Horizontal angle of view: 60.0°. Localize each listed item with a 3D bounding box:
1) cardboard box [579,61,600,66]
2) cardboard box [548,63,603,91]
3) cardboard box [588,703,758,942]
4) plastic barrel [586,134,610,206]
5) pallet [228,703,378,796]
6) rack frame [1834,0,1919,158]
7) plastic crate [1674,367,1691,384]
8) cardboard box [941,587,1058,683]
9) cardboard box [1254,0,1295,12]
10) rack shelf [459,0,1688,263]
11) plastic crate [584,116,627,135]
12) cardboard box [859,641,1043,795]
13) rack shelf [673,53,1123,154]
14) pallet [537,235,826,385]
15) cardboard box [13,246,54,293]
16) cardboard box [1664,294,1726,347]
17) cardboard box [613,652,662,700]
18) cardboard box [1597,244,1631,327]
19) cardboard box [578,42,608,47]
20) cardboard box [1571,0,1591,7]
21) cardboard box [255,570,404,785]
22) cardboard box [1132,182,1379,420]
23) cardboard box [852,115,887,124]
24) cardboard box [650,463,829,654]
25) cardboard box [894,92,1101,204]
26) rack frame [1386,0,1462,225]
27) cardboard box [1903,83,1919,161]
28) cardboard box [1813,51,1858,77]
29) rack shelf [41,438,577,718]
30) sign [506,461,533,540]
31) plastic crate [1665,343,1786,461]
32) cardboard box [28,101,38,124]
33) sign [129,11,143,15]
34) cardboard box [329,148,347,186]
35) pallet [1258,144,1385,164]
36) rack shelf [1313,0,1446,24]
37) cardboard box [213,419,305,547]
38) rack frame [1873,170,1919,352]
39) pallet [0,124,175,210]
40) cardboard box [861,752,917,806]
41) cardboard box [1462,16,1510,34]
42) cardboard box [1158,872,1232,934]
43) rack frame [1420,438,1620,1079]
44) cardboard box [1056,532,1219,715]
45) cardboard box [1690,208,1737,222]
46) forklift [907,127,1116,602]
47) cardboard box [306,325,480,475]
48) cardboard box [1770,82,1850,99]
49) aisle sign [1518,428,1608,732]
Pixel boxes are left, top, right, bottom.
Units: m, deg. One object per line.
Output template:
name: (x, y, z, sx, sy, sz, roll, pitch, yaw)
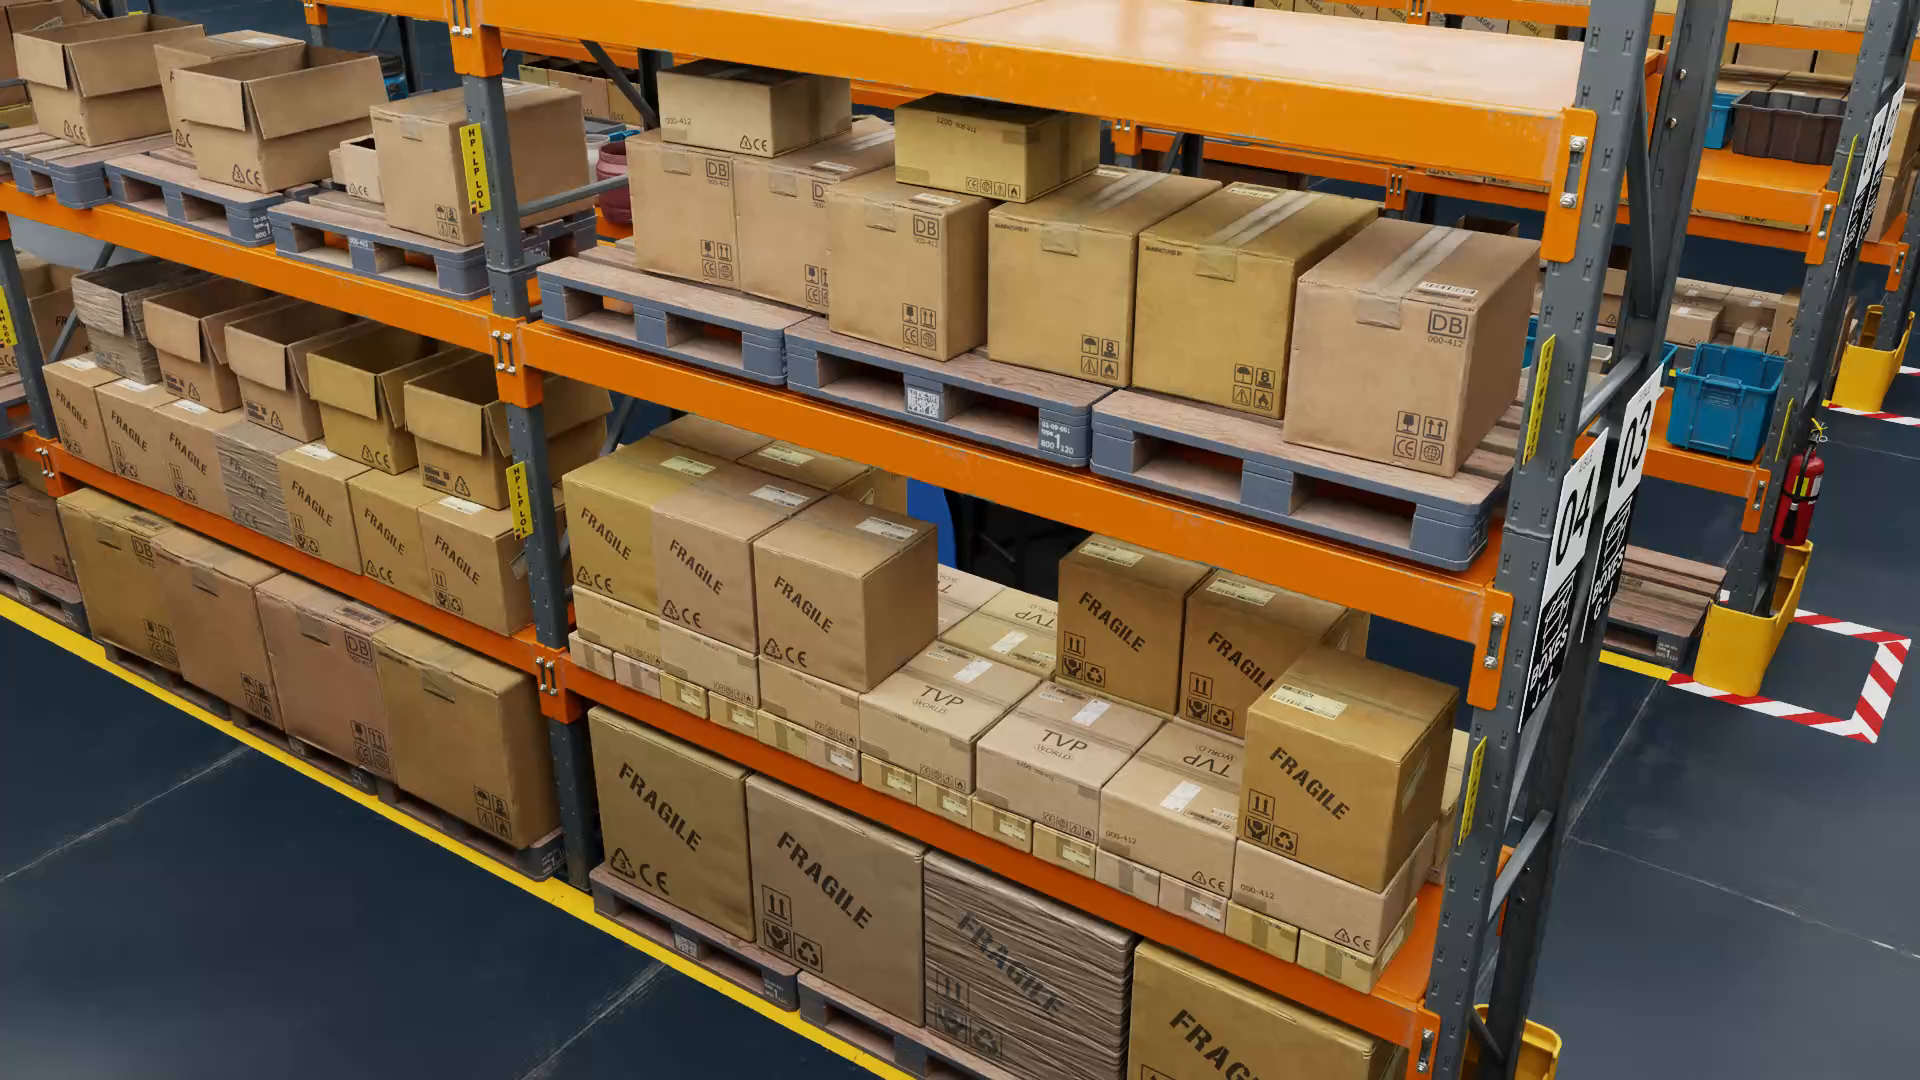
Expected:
cardboard box: (-4.346, -5.687, 20.634, 0.500, 0.500, 0.500, 17, 32, 30)
cardboard box: (-4.640, -5.493, 20.252, 0.500, 0.500, 0.500, 17, 32, 30)
cardboard box: (-1.011, 1.074, 7.486, 0.875, 0.875, 0.875, 17, 32, 30)
plastic barrel: (-2.971, -2.998, 13.484, 0.421, 0.512, 0.421, 0, 27, 0)
pallet: (-3.198, 0.875, 9.072, 1.213, 0.211, 1.003, 17, 32, 30)
rack frame: (4.592, -3.383, 7.750, 0.127, 3.000, 1.000, 17, 32, 30)
plastic crate: (4.357, -0.919, 9.746, 0.298, 0.136, 0.250, 17, 32, 30)
cardboard box: (0.268, 0.459, 6.653, 0.500, 0.250, 0.500, 17, 31, 29)
cardboard box: (3.862, -6.433, 19.898, 0.500, 0.500, 0.500, 18, 32, 32)
rack shelf: (0.139, -1.546, 5.375, 4.000, 0.370, 1.077, 17, 32, 30)
plastic crate: (-3.161, -3.322, 14.173, 0.583, 0.464, 0.402, 17, 32, 30)
cardboard box: (-0.031, 0.658, 6.261, 0.500, 0.250, 0.500, 17, 32, 30)
rack shelf: (-0.354, -3.266, 11.621, 4.000, 0.370, 1.077, 17, 32, 30)
pallet: (-0.841, -0.968, 6.410, 1.213, 0.211, 1.003, 17, 32, 30)
cardboard box: (-5.791, -1.373, 9.842, 0.500, 0.500, 0.700, 23, 35, 37)
cardboard box: (6.046, -1.834, 13.867, 0.500, 0.250, 0.500, 17, 32, 30)
cardboard box: (-1.237, 0.495, 7.022, 0.250, 0.149, 0.380, 16, 31, 29)
cardboard box: (5.654, -2.191, 14.289, 0.637, 0.503, 0.797, 17, 32, 30)
cardboard box: (-4.134, -6.192, 19.775, 0.500, 0.500, 0.700, 18, 32, 32)
cardboard box: (5.184, -4.381, 13.184, 0.500, 0.250, 0.500, 17, 32, 30)
cardboard box: (-2.785, 0.489, 8.636, 0.875, 0.875, 1.225, 16, 31, 29)
cardboard box: (0.933, -0.774, 5.247, 0.500, 0.500, 0.700, 16, 31, 29)
cardboard box: (-1.153, -4.596, 18.699, 0.500, 0.311, 0.500, 17, 32, 30)
cardboard box: (-0.858, 0.063, 6.604, 0.500, 0.500, 0.500, 17, 32, 30)
cardboard box: (0.128, -1.328, 5.508, 0.500, 0.250, 0.500, 16, 31, 29)
rack frame: (4.102, -3.588, 14.766, 0.127, 3.000, 1.000, 17, 32, 30)
cardboard box: (7.183, -3.263, 12.916, 0.500, 0.500, 0.500, 18, 32, 32)
cardboard box: (9.169, -4.857, 16.930, 0.700, 0.700, 0.980, 17, 32, 30)
rack shelf: (-3.158, -0.078, 8.663, 4.000, 0.370, 1.077, 17, 32, 30)
sign: (-1.809, -0.160, 6.843, 0.005, 0.325, 0.100, 17, 32, 30)
plastic crate: (4.210, -0.768, 9.121, 0.499, 0.435, 0.616, 17, 32, 30)
cardboard box: (-5.050, -2.398, 9.287, 0.500, 0.250, 0.500, 18, 32, 31)
sign: (-4.485, -2.720, 9.097, 0.005, 0.325, 0.100, 17, 32, 30)
cardboard box: (-2.652, -1.735, 7.634, 0.250, 0.149, 0.380, 16, 31, 28)
pallet: (3.506, -3.748, 15.293, 1.213, 0.211, 1.003, 17, 32, 30)
rack shelf: (2.454, -5.117, 15.258, 4.000, 0.370, 1.077, 17, 32, 30)
cardboard box: (-3.298, -0.339, 8.273, 0.500, 0.500, 0.500, 17, 32, 30)
rack frame: (7.400, -2.560, 12.748, 0.127, 3.000, 1.000, 17, 32, 30)
pallet: (-4.246, -2.019, 8.586, 1.003, 0.211, 1.213, 19, 33, 33)
cardboard box: (-0.168, 0.827, 6.369, 0.250, 0.149, 0.380, 16, 31, 29)
cardboard box: (5.955, -5.778, 18.611, 0.500, 0.500, 0.500, 18, 32, 31)
cardboard box: (0.885, 1.155, 5.725, 0.250, 0.149, 0.380, 17, 32, 30)
rack frame: (1.788, 1.142, 5.472, 0.127, 3.000, 1.000, 17, 32, 30)
cardboard box: (0.702, 0.259, 6.219, 0.500, 0.500, 0.500, 16, 31, 29)
cardboard box: (6.039, -2.880, 13.266, 0.500, 0.500, 0.500, 18, 32, 31)
forklift: (0.635, -0.680, 9.129, 1.130, 2.935, 3.031, -14, 30, -25)
cardboard box: (-2.600, -0.718, 7.912, 0.637, 0.503, 0.797, 18, 32, 31)
cardboard box: (6.460, -3.191, 12.775, 0.500, 0.500, 0.500, 18, 32, 32)
aisle sign: (1.677, 0.114, 4.626, 0.004, 0.787, 0.394, 17, 32, 30)
